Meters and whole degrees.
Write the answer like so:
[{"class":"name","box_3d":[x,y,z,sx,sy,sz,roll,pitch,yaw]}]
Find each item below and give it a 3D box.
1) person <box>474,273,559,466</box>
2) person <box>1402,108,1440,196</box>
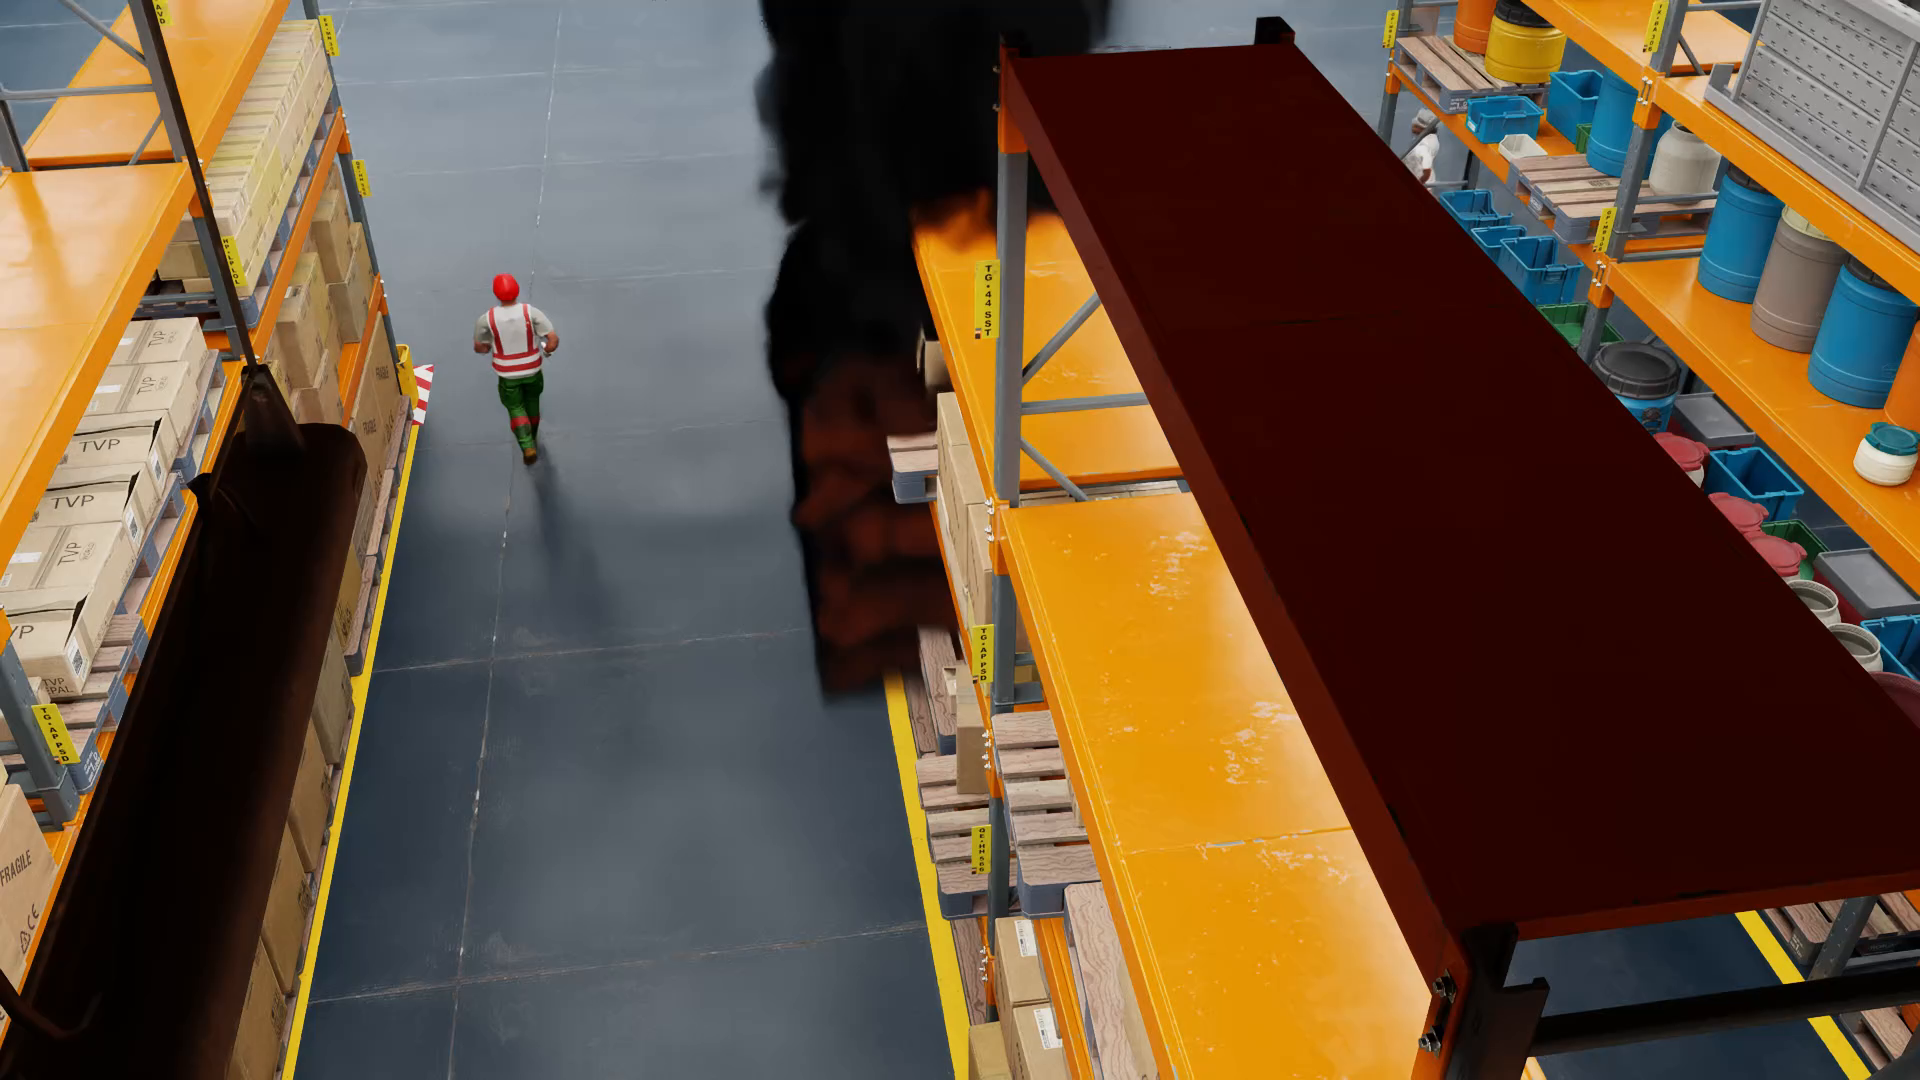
[{"class":"person","box_3d":[-3.667,-1.422,13.879,0.676,1.764,0.935,-12,38,-16]},{"class":"person","box_3d":[4.634,-3.572,16.913,0.833,1.704,0.670,25,43,30]}]
